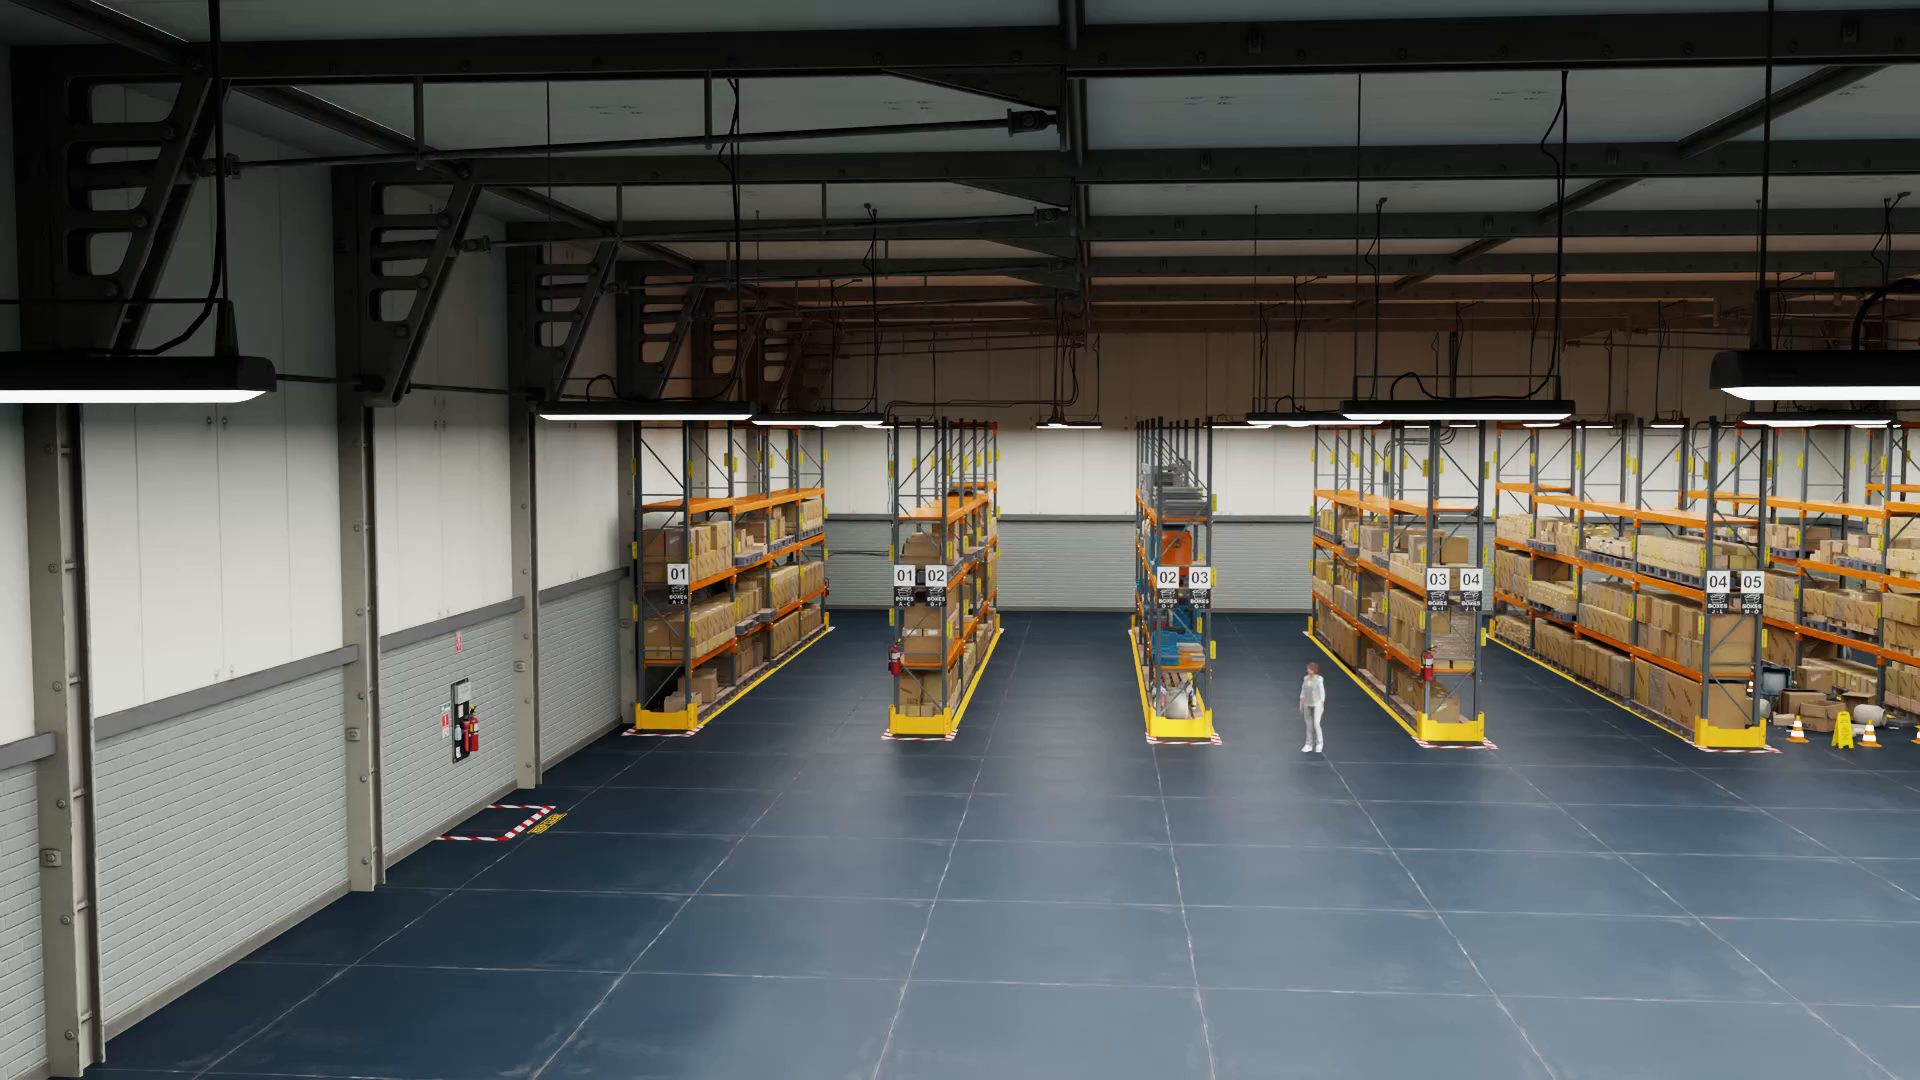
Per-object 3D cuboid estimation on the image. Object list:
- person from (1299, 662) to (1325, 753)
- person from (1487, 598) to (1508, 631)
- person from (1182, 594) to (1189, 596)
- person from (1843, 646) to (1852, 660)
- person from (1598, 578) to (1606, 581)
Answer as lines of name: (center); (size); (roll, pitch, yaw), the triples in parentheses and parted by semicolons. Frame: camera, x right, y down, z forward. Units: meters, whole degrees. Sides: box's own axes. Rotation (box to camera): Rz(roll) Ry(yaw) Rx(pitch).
person: (6.280, 2.977, 29.700); (0.451, 1.605, 0.338); (4, 5, 44)
person: (15.471, 1.817, 47.362); (0.851, 1.583, 0.531); (0, 4, 4)
person: (6.758, 1.705, 49.381); (0.481, 1.550, 0.884); (-1, 4, -8)
person: (21.407, 2.273, 40.265); (0.412, 1.679, 0.551); (3, 5, 38)
person: (17.215, 1.917, 44.841); (0.493, 1.790, 0.574); (2, 4, 32)
